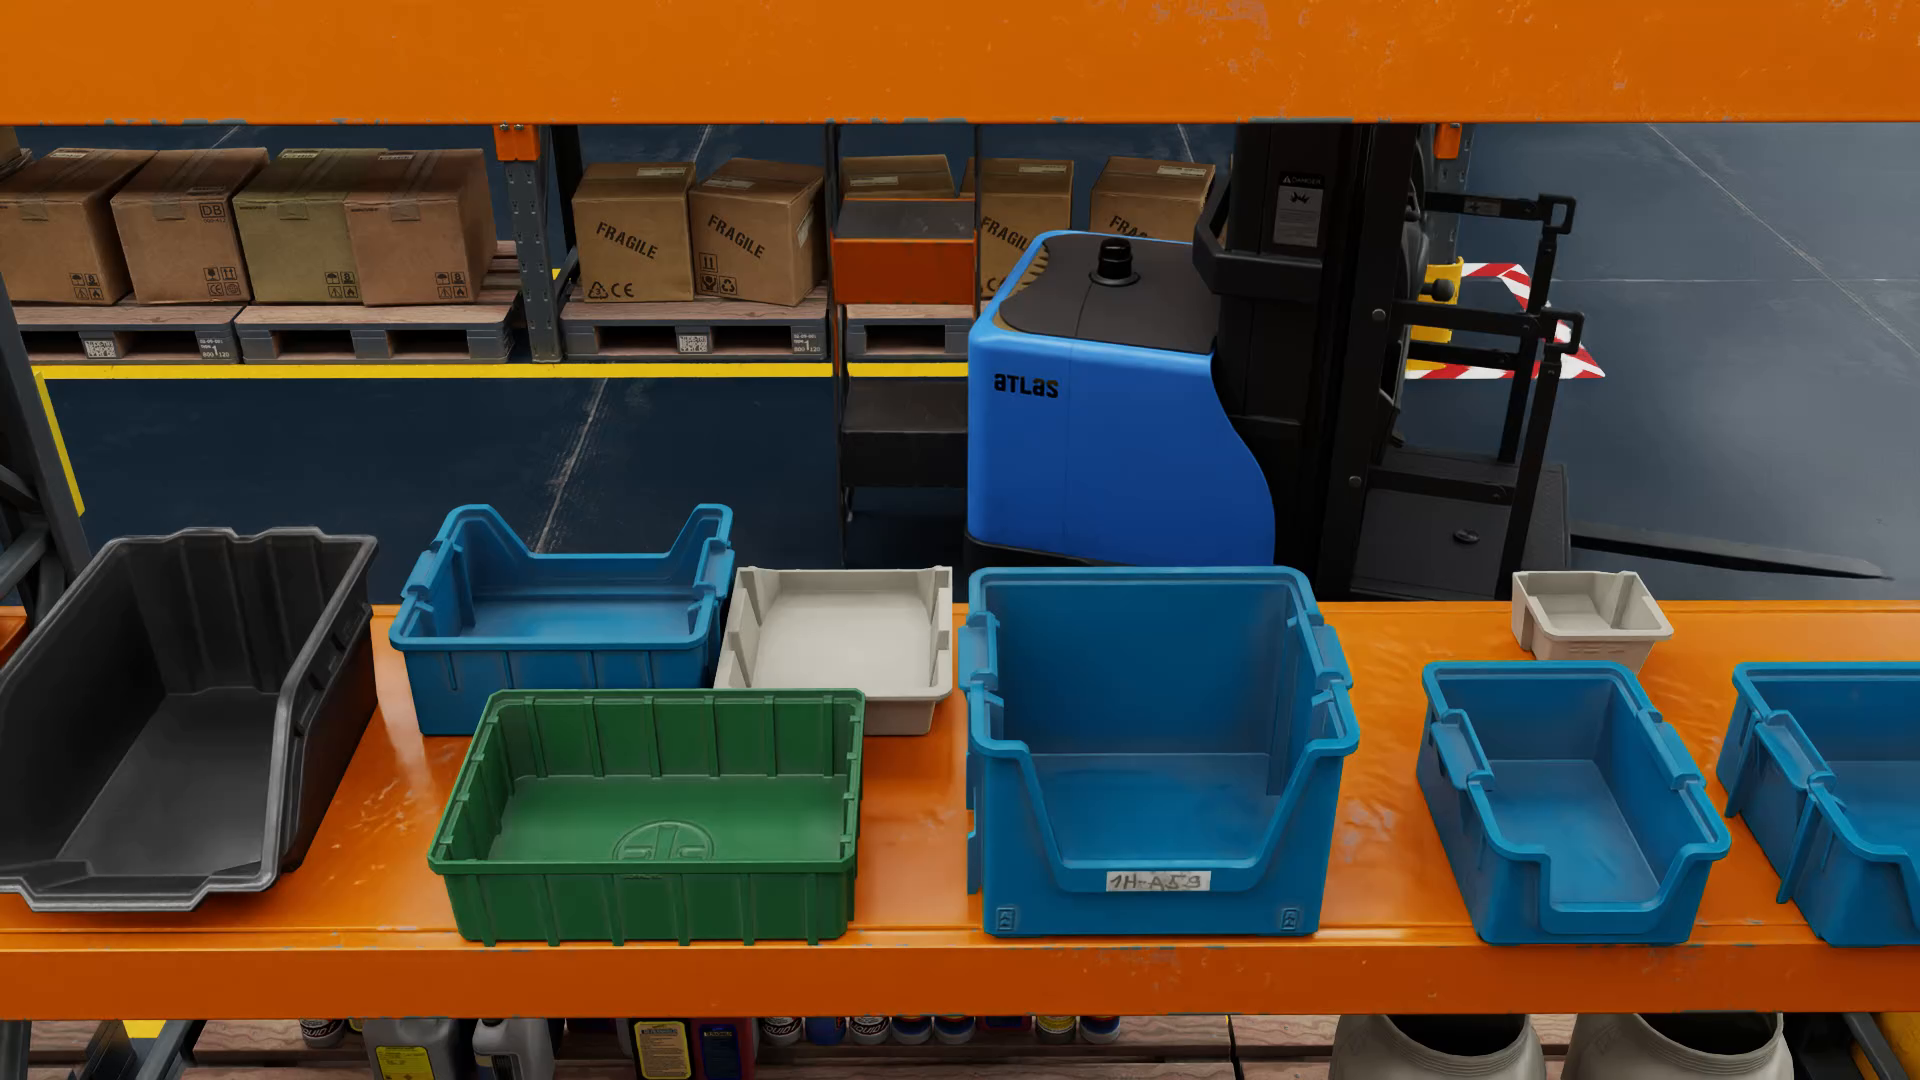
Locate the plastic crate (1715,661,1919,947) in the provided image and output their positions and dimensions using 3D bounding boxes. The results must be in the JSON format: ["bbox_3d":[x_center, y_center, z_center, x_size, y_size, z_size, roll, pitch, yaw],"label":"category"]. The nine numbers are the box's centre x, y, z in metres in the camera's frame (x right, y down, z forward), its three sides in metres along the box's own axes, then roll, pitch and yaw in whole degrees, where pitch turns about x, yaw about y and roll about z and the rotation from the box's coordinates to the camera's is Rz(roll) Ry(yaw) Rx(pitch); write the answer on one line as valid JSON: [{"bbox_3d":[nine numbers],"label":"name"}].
[{"bbox_3d":[1.645,0.436,2.784,0.616,0.251,0.499,0,31,0],"label":"plastic crate"}]

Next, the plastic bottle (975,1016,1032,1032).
[{"bbox_3d":[0.103,1.024,3.866,0.133,0.283,0.061,0,31,1],"label":"plastic bottle"}]

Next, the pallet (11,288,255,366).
[{"bbox_3d":[-3.887,-1.141,7.927,1.213,0.211,1.003,0,31,0],"label":"pallet"}]

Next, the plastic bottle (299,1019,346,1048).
[{"bbox_3d":[-1.495,1.073,3.863,0.097,0.201,0.097,0,31,0],"label":"plastic bottle"}]

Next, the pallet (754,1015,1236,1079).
[{"bbox_3d":[0.039,1.434,3.683,1.213,0.211,1.003,0,31,0],"label":"pallet"}]

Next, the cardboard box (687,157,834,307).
[{"bbox_3d":[-0.913,-1.439,7.734,0.500,0.500,0.500,10,33,15],"label":"cardboard box"}]

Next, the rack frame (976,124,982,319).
[{"bbox_3d":[0.064,-0.899,5.708,0.015,2.100,0.400,1,31,1],"label":"rack frame"}]

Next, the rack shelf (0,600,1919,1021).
[{"bbox_3d":[0.144,0.529,3.180,4.000,0.370,1.077,0,31,0],"label":"rack shelf"}]

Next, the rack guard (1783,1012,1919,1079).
[{"bbox_3d":[2.068,1.308,3.611,0.348,0.500,1.175,0,31,0],"label":"rack guard"}]

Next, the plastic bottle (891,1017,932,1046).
[{"bbox_3d":[-0.114,1.039,3.852,0.097,0.271,0.097,0,31,0],"label":"plastic bottle"}]

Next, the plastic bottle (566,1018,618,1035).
[{"bbox_3d":[-0.859,1.027,3.861,0.133,0.283,0.061,2,31,3],"label":"plastic bottle"}]

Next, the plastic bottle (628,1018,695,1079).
[{"bbox_3d":[-0.672,1.101,3.738,0.133,0.283,0.061,0,31,0],"label":"plastic bottle"}]

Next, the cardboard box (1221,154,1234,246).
[{"bbox_3d":[1.490,-1.472,7.789,0.500,0.500,0.500,5,32,9],"label":"cardboard box"}]

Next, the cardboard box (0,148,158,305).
[{"bbox_3d":[-4.094,-1.475,7.774,0.500,0.500,0.700,2,31,4],"label":"cardboard box"}]

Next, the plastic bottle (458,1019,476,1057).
[{"bbox_3d":[-1.214,1.021,3.806,0.185,0.351,0.144,-1,31,-2],"label":"plastic bottle"}]

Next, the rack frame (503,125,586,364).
[{"bbox_3d":[-1.886,-2.341,7.217,0.127,3.000,1.000,0,31,0],"label":"rack frame"}]

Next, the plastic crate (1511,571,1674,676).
[{"bbox_3d":[1.247,0.164,3.342,0.250,0.136,0.298,0,31,0],"label":"plastic crate"}]

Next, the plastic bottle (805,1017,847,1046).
[{"bbox_3d":[-0.316,1.040,3.851,0.097,0.271,0.097,0,31,0],"label":"plastic bottle"}]

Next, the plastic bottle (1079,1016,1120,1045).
[{"bbox_3d":[0.329,1.038,3.854,0.097,0.271,0.097,0,31,0],"label":"plastic bottle"}]

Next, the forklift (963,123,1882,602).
[{"bbox_3d":[1.587,-1.025,5.113,3.031,2.935,1.130,9,32,14],"label":"forklift"}]

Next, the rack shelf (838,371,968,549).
[{"bbox_3d":[-0.180,-0.291,6.082,0.480,0.518,0.431,1,31,1],"label":"rack shelf"}]

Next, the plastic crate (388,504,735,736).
[{"bbox_3d":[-0.751,0.147,3.259,0.616,0.251,0.499,0,31,0],"label":"plastic crate"}]

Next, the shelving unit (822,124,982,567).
[{"bbox_3d":[-0.180,-0.902,5.712,0.503,2.100,0.431,1,31,1],"label":"shelving unit"}]

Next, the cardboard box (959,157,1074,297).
[{"bbox_3d":[0.266,-1.460,7.769,0.500,0.500,0.500,3,31,4],"label":"cardboard box"}]

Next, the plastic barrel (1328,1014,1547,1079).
[{"bbox_3d":[0.985,1.143,3.469,0.421,0.512,0.421,0,31,0],"label":"plastic barrel"}]

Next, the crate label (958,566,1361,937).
[{"bbox_3d":[0.305,0.346,2.754,0.616,0.435,0.502,0,31,0],"label":"crate label"}]

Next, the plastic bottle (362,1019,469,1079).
[{"bbox_3d":[-1.213,1.095,3.682,0.185,0.351,0.144,0,31,0],"label":"plastic bottle"}]

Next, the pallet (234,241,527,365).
[{"bbox_3d":[-2.664,-1.146,7.935,1.213,0.211,1.003,0,31,0],"label":"pallet"}]

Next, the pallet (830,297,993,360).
[{"bbox_3d":[0.009,-1.175,7.983,1.213,0.211,1.003,0,31,0],"label":"pallet"}]

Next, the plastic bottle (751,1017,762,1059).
[{"bbox_3d":[-0.536,1.052,3.825,0.135,0.276,0.152,0,31,1],"label":"plastic bottle"}]

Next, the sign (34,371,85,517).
[{"bbox_3d":[-1.848,-0.176,3.382,0.005,0.325,0.100,0,31,0],"label":"sign"}]

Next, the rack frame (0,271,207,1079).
[{"bbox_3d":[-1.856,0.228,2.983,0.127,3.000,1.000,0,31,0],"label":"rack frame"}]

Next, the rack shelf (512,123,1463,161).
[{"bbox_3d":[0.114,-2.040,7.414,4.000,0.370,1.077,0,31,0],"label":"rack shelf"}]

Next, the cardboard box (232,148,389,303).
[{"bbox_3d":[-2.977,-1.478,7.781,0.500,0.500,0.700,0,31,-1],"label":"cardboard box"}]

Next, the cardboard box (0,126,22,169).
[{"bbox_3d":[-4.686,-1.794,7.577,0.500,0.250,0.500,3,31,5],"label":"cardboard box"}]
